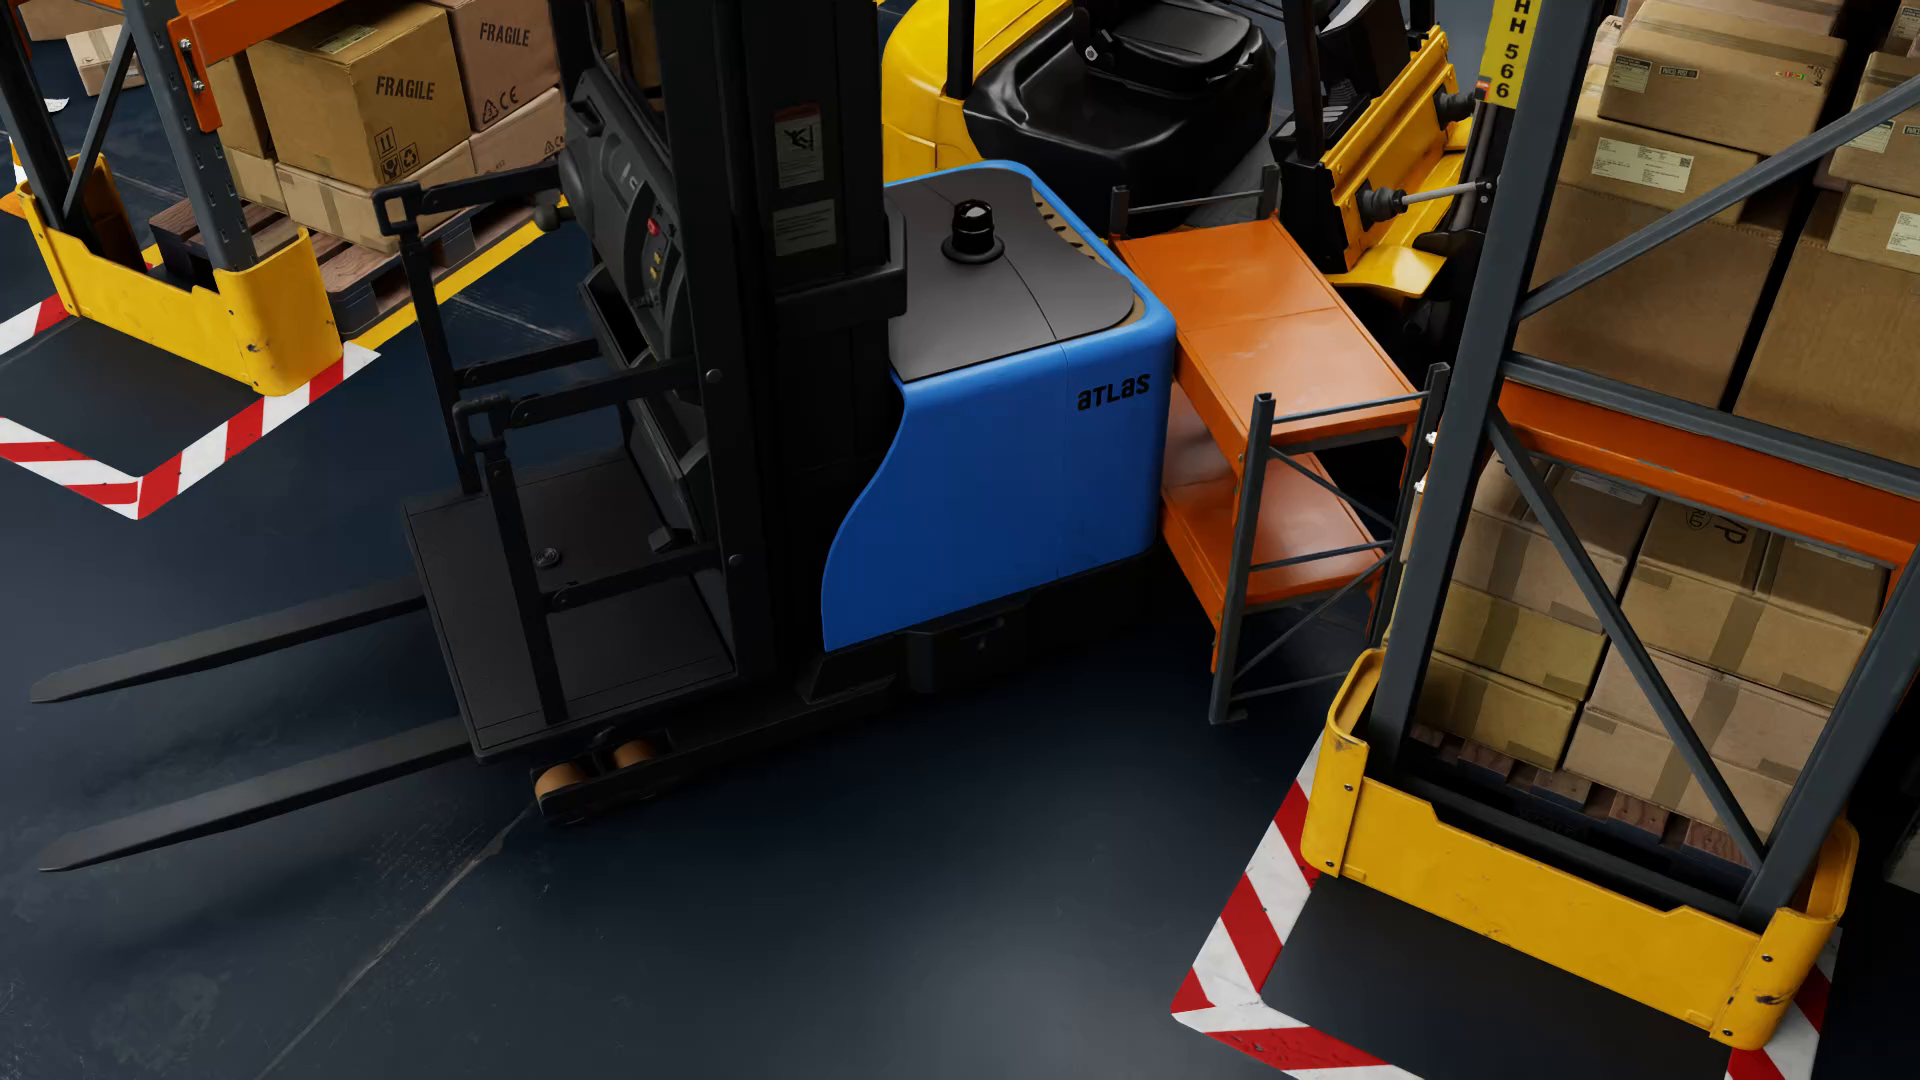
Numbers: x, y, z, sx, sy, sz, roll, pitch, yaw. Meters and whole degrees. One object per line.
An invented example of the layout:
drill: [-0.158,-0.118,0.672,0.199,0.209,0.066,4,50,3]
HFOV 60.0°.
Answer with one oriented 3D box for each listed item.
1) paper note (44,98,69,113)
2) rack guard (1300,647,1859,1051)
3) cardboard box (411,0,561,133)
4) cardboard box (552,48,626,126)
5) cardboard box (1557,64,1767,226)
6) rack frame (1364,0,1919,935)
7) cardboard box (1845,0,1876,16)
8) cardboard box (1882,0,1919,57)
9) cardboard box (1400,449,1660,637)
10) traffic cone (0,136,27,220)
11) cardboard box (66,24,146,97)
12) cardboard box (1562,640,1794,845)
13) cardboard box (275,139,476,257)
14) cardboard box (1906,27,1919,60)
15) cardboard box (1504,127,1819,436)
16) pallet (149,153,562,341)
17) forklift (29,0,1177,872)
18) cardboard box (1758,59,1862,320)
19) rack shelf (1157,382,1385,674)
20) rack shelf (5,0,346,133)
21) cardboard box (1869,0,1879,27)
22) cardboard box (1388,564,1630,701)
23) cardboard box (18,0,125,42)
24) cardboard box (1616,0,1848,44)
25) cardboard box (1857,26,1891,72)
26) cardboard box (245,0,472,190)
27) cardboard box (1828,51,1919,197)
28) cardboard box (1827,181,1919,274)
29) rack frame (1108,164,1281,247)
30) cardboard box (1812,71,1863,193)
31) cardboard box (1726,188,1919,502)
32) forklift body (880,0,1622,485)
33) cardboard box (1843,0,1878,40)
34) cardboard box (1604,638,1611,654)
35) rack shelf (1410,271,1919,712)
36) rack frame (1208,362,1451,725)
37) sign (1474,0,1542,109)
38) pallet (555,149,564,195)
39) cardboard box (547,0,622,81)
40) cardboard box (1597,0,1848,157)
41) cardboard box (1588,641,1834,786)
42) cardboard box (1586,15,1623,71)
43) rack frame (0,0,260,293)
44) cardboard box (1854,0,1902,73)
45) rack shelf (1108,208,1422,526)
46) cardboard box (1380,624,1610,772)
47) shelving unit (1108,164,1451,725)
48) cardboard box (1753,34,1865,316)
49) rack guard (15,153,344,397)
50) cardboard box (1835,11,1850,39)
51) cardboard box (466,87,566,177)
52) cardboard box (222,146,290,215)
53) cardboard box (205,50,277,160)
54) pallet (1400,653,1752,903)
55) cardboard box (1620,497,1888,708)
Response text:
paper note: [-4.084,-1.944,7.434,0.148,0.019,0.142,7,42,8]
rack guard: [1.454,0.732,4.040,1.175,0.500,0.348,21,45,22]
cardboard box: [-1.921,-1.951,6.391,0.500,0.500,0.500,19,45,21]
cardboard box: [-1.666,-1.961,6.970,0.500,0.250,0.500,24,47,25]
cardboard box: [1.397,-0.792,3.313,0.380,0.149,0.250,22,46,23]
rack frame: [1.466,-0.220,3.230,1.000,3.000,0.127,21,45,22]
cardboard box: [1.856,-1.315,3.682,0.380,0.149,0.250,21,46,22]
cardboard box: [2.099,-1.028,3.356,0.380,0.149,0.250,22,46,23]
cardboard box: [1.426,-0.087,4.086,0.500,0.250,0.500,22,46,23]
traffic cone: [-3.735,-1.580,6.694,0.336,0.463,0.334,21,45,22]
cardboard box: [-3.927,-2.207,7.643,0.250,0.149,0.380,-21,45,-22]
cardboard box: [1.881,0.438,4.245,0.500,0.250,0.500,21,46,22]
cardboard box: [-2.190,-1.355,6.282,0.500,0.250,0.500,21,45,22]
cardboard box: [2.006,-0.865,3.171,0.380,0.149,0.250,22,46,23]
cardboard box: [1.485,-0.626,3.615,0.500,0.500,0.500,20,45,21]
pallet: [-2.358,-1.309,6.577,1.003,0.211,1.213,21,45,22]
forklift: [-0.982,-0.749,3.883,3.031,2.935,1.130,-17,44,-18]
cardboard box: [2.196,-0.754,3.761,0.500,0.500,0.500,22,46,23]
rack shelf: [0.807,-0.097,4.879,0.538,0.278,1.000,-10,42,-12]
rack shelf: [-1.833,-2.733,6.629,1.077,0.370,4.000,21,45,22]
cardboard box: [2.521,-1.785,4.931,0.500,0.500,0.500,20,45,22]
cardboard box: [1.439,0.085,4.268,0.500,0.250,0.500,20,45,22]
cardboard box: [-4.146,-2.765,8.008,0.797,0.503,0.637,-7,42,-7]
cardboard box: [1.559,-1.038,3.368,0.380,0.149,0.250,21,46,22]
cardboard box: [2.061,-0.914,3.452,0.380,0.149,0.250,20,45,21]
cardboard box: [-2.179,-1.650,6.049,0.500,0.500,0.500,19,45,21]
cardboard box: [1.819,-0.734,3.022,0.380,0.149,0.250,20,45,21]
cardboard box: [1.860,-0.609,3.105,0.380,0.149,0.250,20,45,21]
rack frame: [0.672,-0.605,5.085,0.500,1.125,0.032,-10,42,-12]
cardboard box: [1.929,-0.771,3.290,0.380,0.149,0.250,21,45,22]
cardboard box: [1.954,-0.449,3.414,0.500,0.500,0.500,22,46,23]
forklift body: [0.835,-1.589,5.427,2.313,2.155,1.214,21,45,22]
cardboard box: [2.009,-1.213,4.282,0.500,0.500,0.500,20,45,21]
cardboard box: [1.685,0.000,4.743,0.500,0.250,0.500,21,45,22]
rack shelf: [2.467,-1.094,4.767,1.077,0.370,4.000,21,45,22]
rack frame: [0.943,0.043,4.350,0.500,1.125,0.032,-10,42,-12]
sign: [1.003,-0.930,2.982,0.100,0.325,0.005,21,45,22]
pallet: [-1.747,-2.005,7.367,1.003,0.211,1.213,21,45,22]
cardboard box: [-1.663,-2.235,6.714,0.500,0.500,0.500,22,46,23]
cardboard box: [1.463,-0.887,3.196,0.380,0.149,0.250,21,46,22]
cardboard box: [1.881,0.267,4.062,0.500,0.250,0.500,22,46,23]
cardboard box: [1.499,-0.948,3.490,0.380,0.149,0.250,22,46,23]
rack frame: [-2.833,-1.859,5.091,1.000,3.000,0.127,21,45,22]
cardboard box: [2.444,-1.043,4.090,0.500,0.500,0.500,20,45,22]
rack shelf: [0.807,-0.500,4.524,0.538,0.278,1.000,-10,42,-12]
cardboard box: [1.428,0.281,4.424,0.500,0.250,0.500,21,46,22]
shelving unit: [0.807,-0.281,4.718,0.538,1.125,1.048,-10,42,-12]
cardboard box: [1.753,-0.919,3.949,0.500,0.500,0.500,22,46,23]
rack guard: [-2.795,-0.964,5.967,1.175,0.500,0.348,21,45,22]
cardboard box: [1.816,-1.214,3.792,0.380,0.149,0.250,21,45,22]
cardboard box: [-1.928,-1.644,6.610,0.500,0.250,0.500,23,46,24]
cardboard box: [-2.650,-1.550,6.503,0.500,0.250,0.500,21,45,22]
cardboard box: [-2.658,-1.811,6.232,0.500,0.500,0.500,21,46,22]
pallet: [1.812,0.375,4.664,1.003,0.211,1.213,21,45,22]
cardboard box: [1.870,0.067,3.910,0.500,0.250,0.500,20,45,21]
